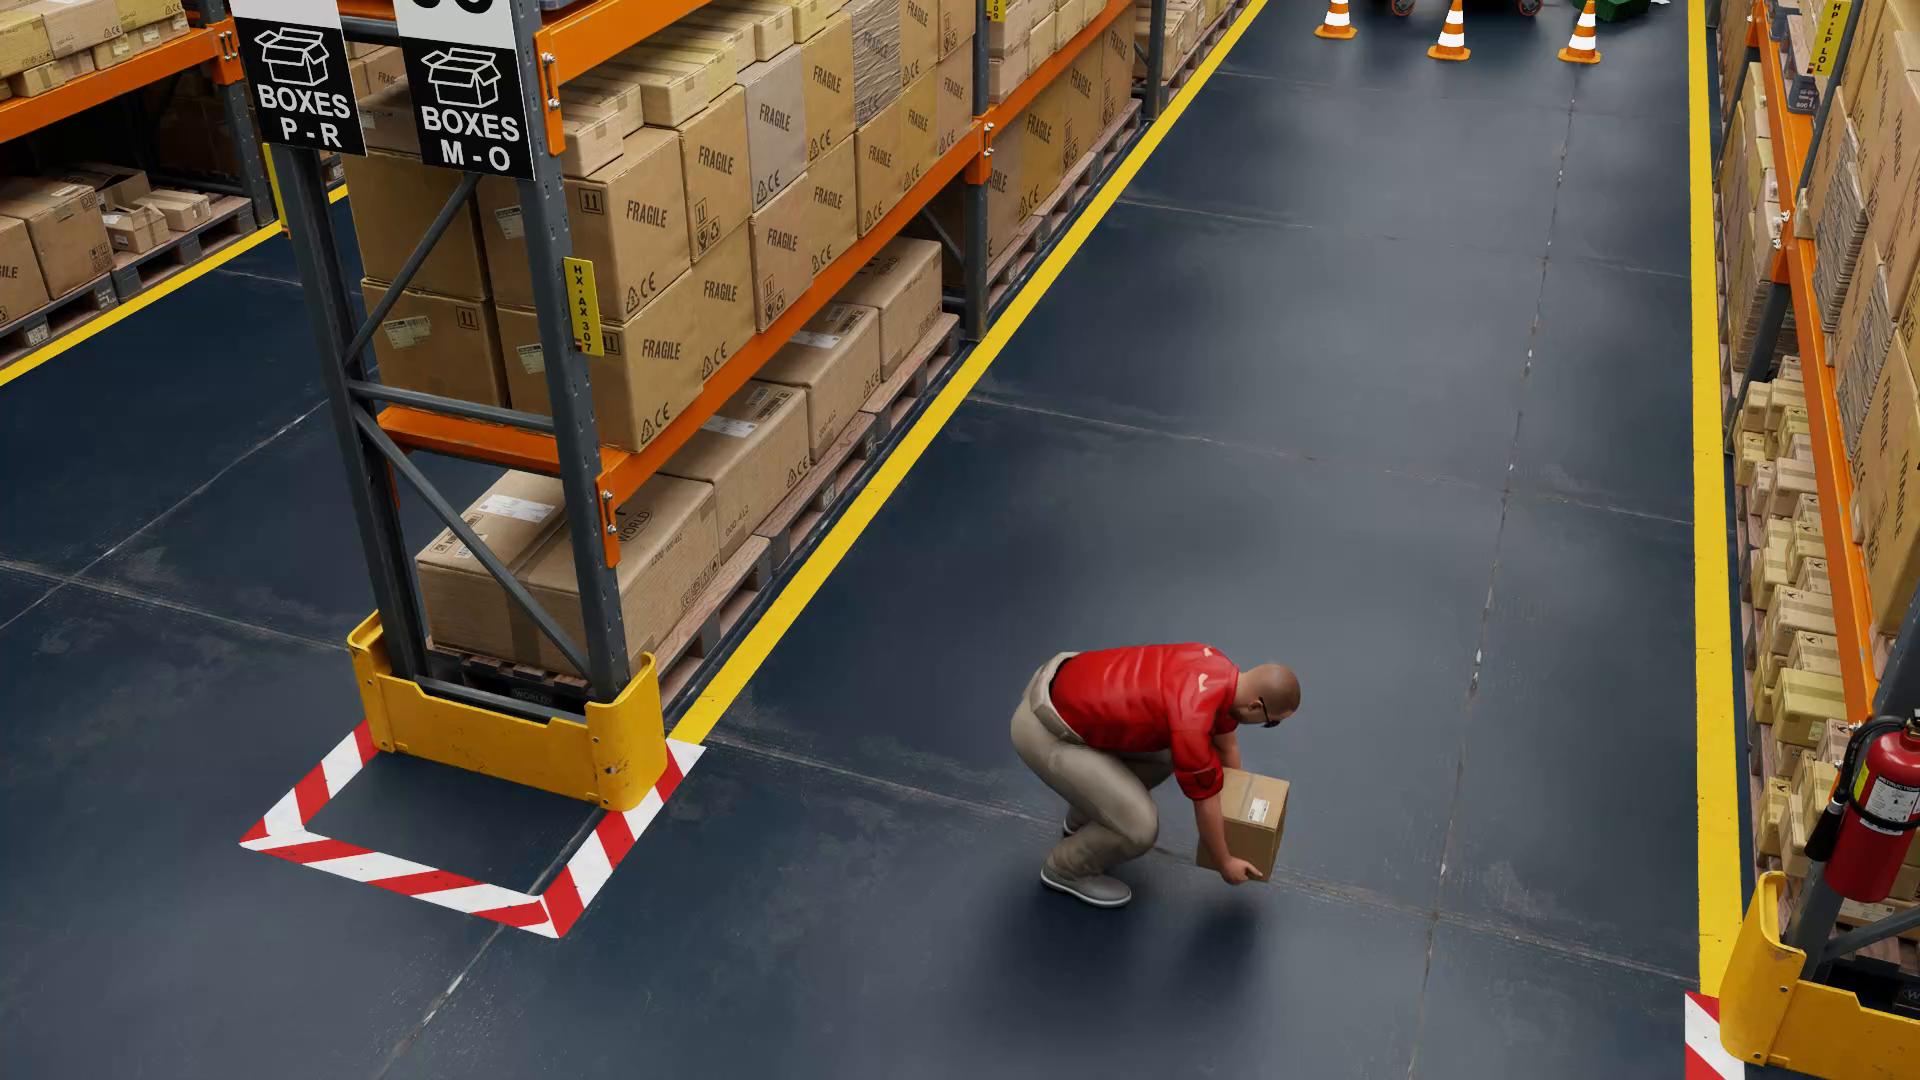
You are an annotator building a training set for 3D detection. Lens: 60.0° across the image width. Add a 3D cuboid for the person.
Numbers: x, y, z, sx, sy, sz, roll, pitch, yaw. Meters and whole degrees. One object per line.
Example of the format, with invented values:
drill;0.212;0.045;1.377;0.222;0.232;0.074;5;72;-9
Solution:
person;0.649;0.769;5.653;0.938;0.990;0.544;10;34;14
